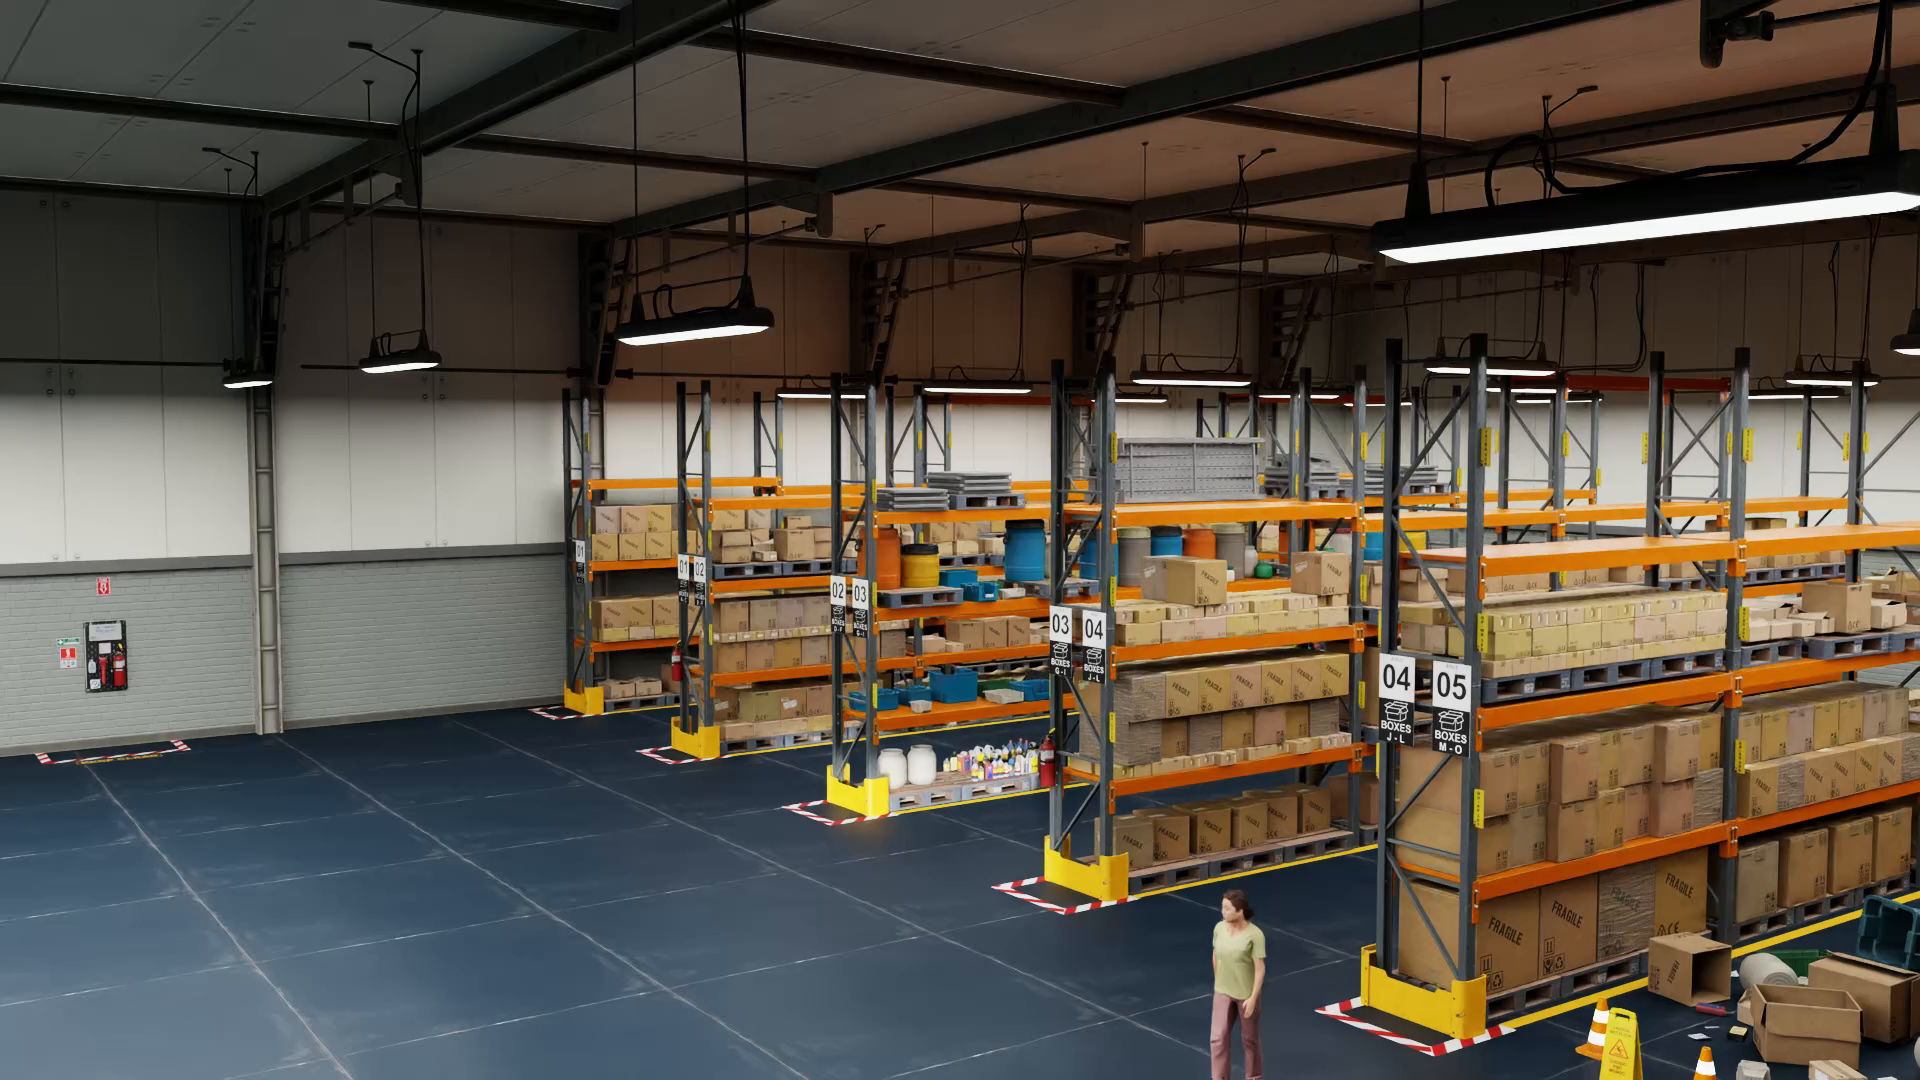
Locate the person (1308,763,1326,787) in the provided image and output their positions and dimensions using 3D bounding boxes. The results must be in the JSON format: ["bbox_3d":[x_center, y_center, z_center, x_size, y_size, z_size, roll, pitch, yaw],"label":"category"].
[{"bbox_3d":[4.956,2.807,22.971,0.558,1.786,0.596,4,5,44],"label":"person"}]

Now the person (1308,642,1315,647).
[{"bbox_3d":[6.679,2.217,32.772,1.099,1.663,0.594,-3,5,-38],"label":"person"}]

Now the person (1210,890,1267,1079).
[{"bbox_3d":[2.112,3.506,12.766,0.472,1.648,0.869,2,4,29],"label":"person"}]
